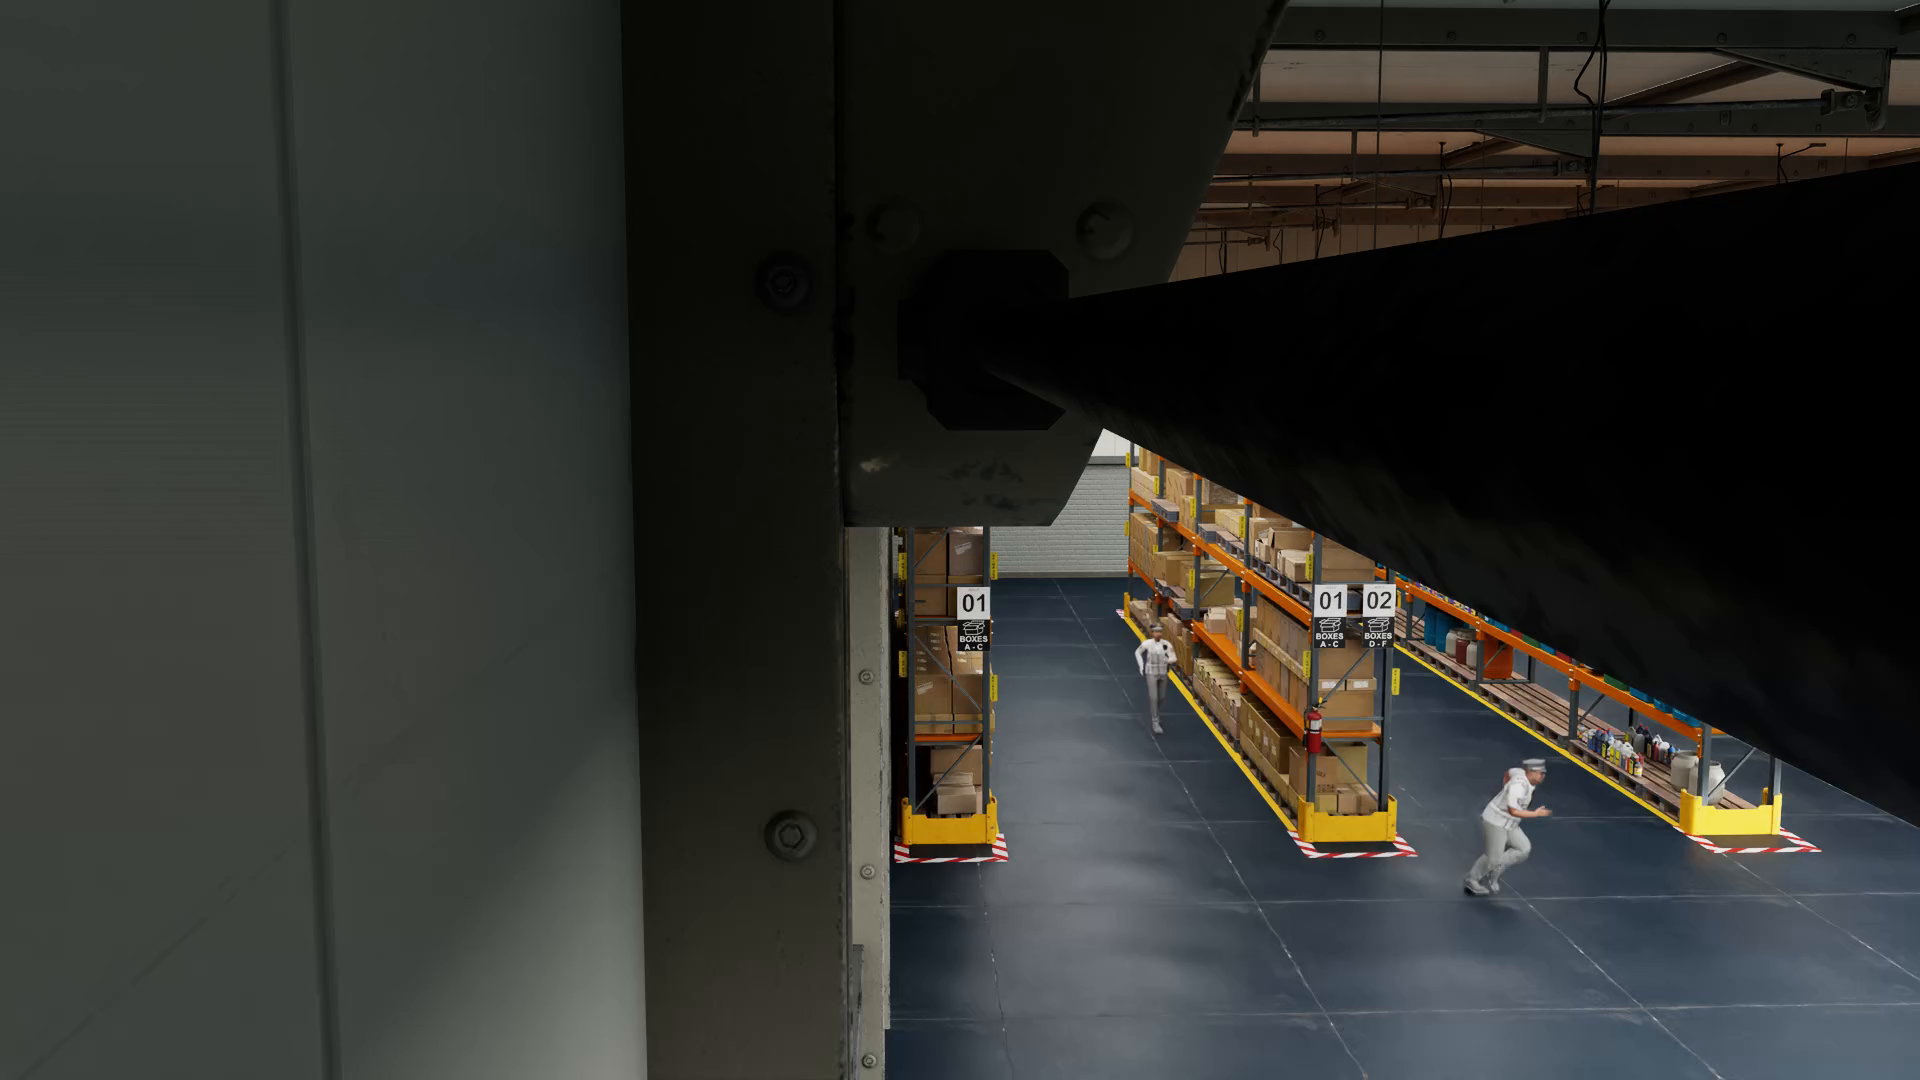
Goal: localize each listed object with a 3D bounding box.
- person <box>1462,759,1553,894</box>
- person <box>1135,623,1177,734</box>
[{"bbox_3d":[6.117,3.172,18.521,0.955,1.595,0.697,4,9,31],"label":"person"},{"bbox_3d":[3.101,2.122,26.195,0.611,1.682,0.921,-1,7,-7],"label":"person"}]
